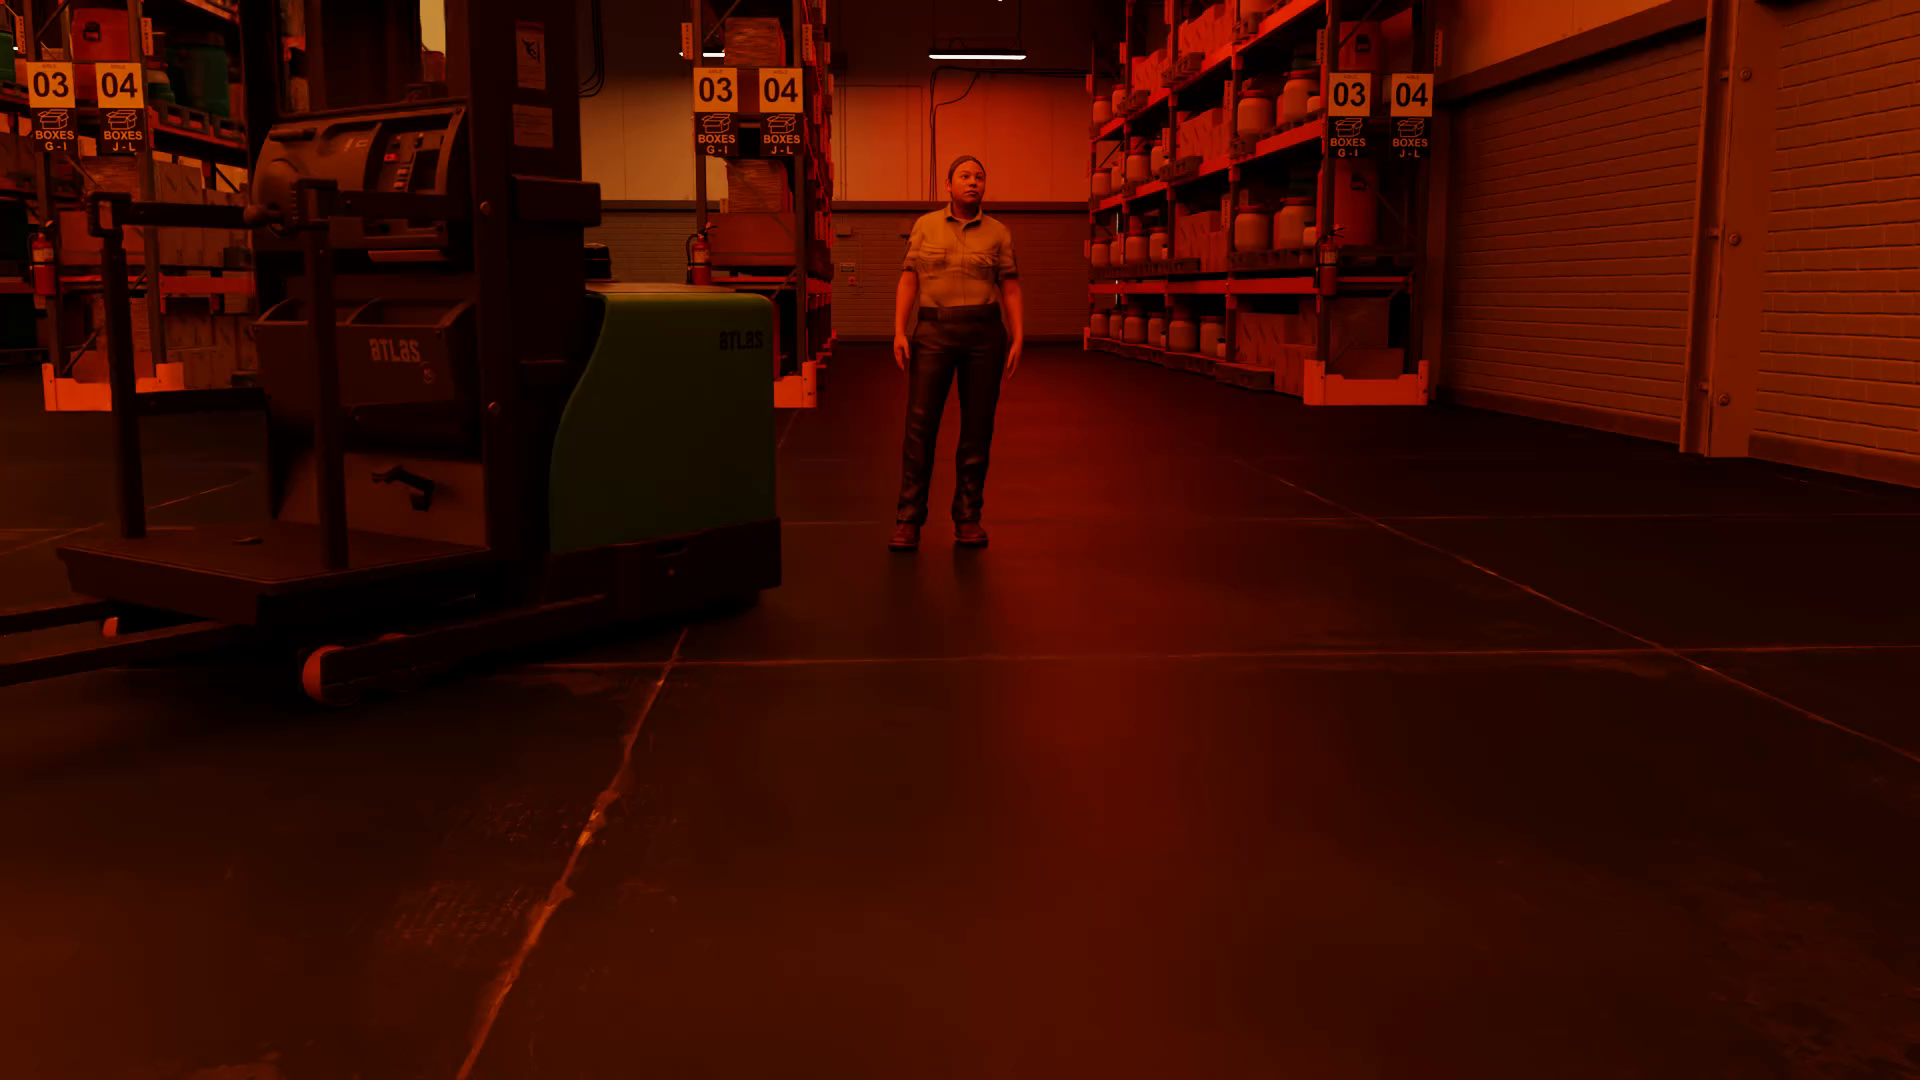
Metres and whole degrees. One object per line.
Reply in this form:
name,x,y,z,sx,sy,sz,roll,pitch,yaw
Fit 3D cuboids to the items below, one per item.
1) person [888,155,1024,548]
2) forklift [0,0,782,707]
person,-0.017,-0.810,7.098,0.598,1.651,0.503,-1,8,-4
forklift,-1.882,-1.091,4.677,1.130,2.935,3.031,6,10,35
